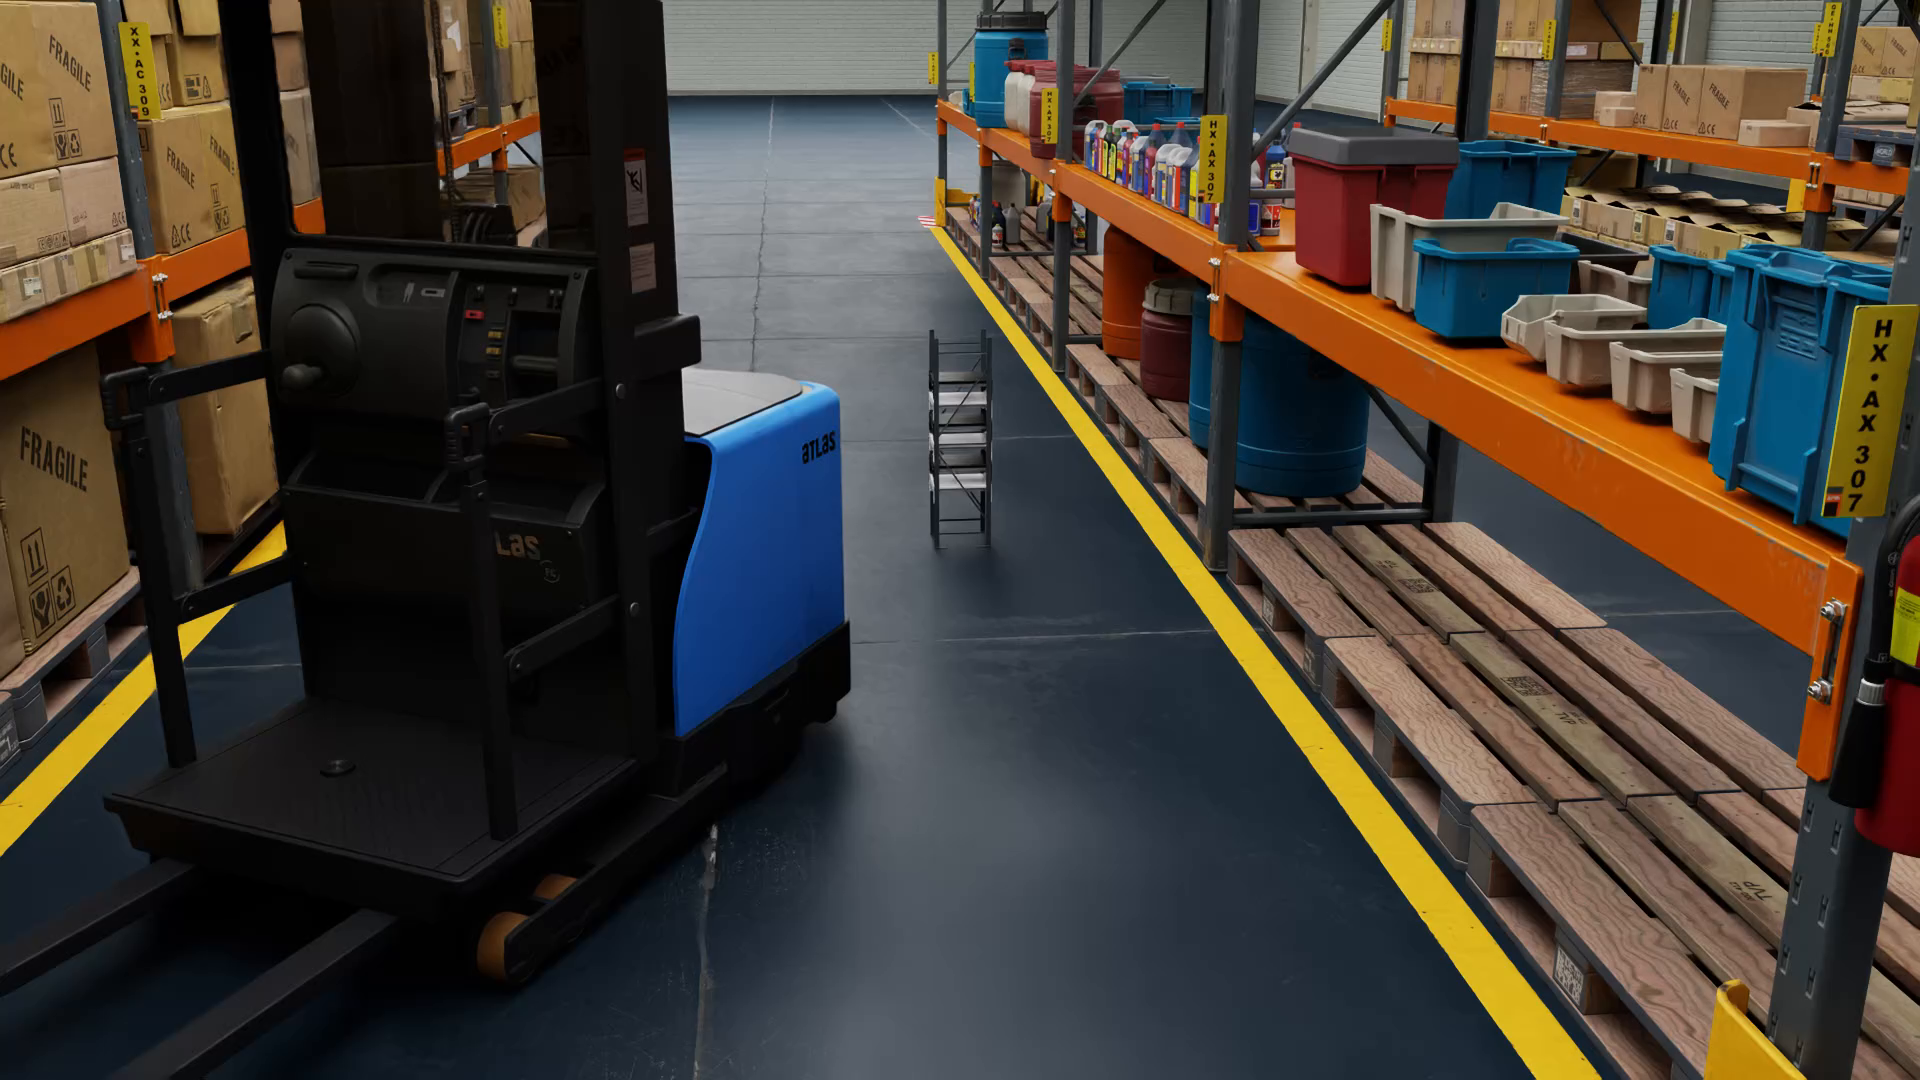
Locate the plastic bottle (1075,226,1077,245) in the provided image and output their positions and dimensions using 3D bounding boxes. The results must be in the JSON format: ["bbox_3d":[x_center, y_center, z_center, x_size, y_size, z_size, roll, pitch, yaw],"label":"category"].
[{"bbox_3d":[1.071,-2.724,14.783,0.097,0.201,0.097,0,17,0],"label":"plastic bottle"}]

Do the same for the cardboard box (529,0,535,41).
[{"bbox_3d":[-4.252,-4.962,15.641,0.500,0.500,0.500,-2,18,-6],"label":"cardboard box"}]

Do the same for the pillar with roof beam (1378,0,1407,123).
[{"bbox_3d":[4.914,-13.118,33.939,9.100,9.000,0.400,-2,18,-6],"label":"pillar with roof beam"}]

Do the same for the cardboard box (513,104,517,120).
[{"bbox_3d":[-4.072,-3.734,14.481,0.380,0.149,0.250,-2,18,-6],"label":"cardboard box"}]

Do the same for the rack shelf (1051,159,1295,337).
[{"bbox_3d":[1.297,-1.580,8.402,1.077,0.370,4.000,-2,18,-6],"label":"rack shelf"}]

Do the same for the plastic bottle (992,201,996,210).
[{"bbox_3d":[0.306,-2.897,15.084,0.144,0.351,0.185,-3,18,-8],"label":"plastic bottle"}]

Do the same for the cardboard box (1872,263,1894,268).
[{"bbox_3d":[5.841,-1.388,10.028,0.500,0.500,0.500,-2,18,-8],"label":"cardboard box"}]

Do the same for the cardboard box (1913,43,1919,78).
[{"bbox_3d":[10.024,-4.897,16.734,0.500,0.500,0.500,-1,17,-4],"label":"cardboard box"}]

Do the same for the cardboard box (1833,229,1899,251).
[{"bbox_3d":[6.257,-1.992,11.467,0.500,0.311,0.500,-1,17,-4],"label":"cardboard box"}]

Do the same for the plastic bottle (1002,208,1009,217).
[{"bbox_3d":[0.450,-2.873,15.133,0.152,0.276,0.135,-2,18,-6],"label":"plastic bottle"}]

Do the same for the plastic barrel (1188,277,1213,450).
[{"bbox_3d":[1.391,-0.900,7.837,0.600,0.901,0.708,-2,18,-6],"label":"plastic barrel"}]

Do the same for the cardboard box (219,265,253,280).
[{"bbox_3d":[-3.602,-0.817,7.617,1.225,0.875,0.875,-2,18,-8],"label":"cardboard box"}]

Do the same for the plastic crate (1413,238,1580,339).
[{"bbox_3d":[1.449,-0.688,4.540,0.416,0.233,0.300,-2,18,-6],"label":"plastic crate"}]

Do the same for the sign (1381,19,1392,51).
[{"bbox_3d":[4.641,-5.489,18.077,0.100,0.325,0.005,-2,18,-6],"label":"sign"}]

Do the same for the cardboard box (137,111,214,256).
[{"bbox_3d":[-3.222,-1.366,6.355,0.500,0.500,0.500,-2,18,-5],"label":"cardboard box"}]

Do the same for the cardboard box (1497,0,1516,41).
[{"bbox_3d":[5.449,-4.961,15.638,0.700,0.500,0.500,-2,18,-6],"label":"cardboard box"}]

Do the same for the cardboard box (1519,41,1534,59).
[{"bbox_3d":[5.312,-4.446,15.080,0.380,0.149,0.250,-2,18,-7],"label":"cardboard box"}]

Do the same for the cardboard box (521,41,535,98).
[{"bbox_3d":[-4.412,-4.329,15.295,0.875,0.500,0.500,-2,18,-6],"label":"cardboard box"}]

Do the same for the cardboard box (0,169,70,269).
[{"bbox_3d":[-3.060,-0.967,5.002,0.500,0.250,0.500,-1,17,-4],"label":"cardboard box"}]

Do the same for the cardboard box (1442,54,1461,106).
[{"bbox_3d":[5.333,-4.658,16.839,0.700,0.500,0.500,-2,18,-5],"label":"cardboard box"}]

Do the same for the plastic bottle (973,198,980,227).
[{"bbox_3d":[0.178,-3.158,16.050,0.097,0.271,0.097,0,17,0],"label":"plastic bottle"}]

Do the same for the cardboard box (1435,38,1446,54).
[{"bbox_3d":[5.098,-5.059,17.035,0.380,0.149,0.250,-2,18,-6],"label":"cardboard box"}]

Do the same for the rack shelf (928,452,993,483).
[{"bbox_3d":[0.001,-0.309,7.072,0.258,0.077,0.200,-2,18,-6],"label":"rack shelf"}]

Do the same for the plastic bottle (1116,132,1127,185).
[{"bbox_3d":[0.884,-2.037,8.871,0.097,0.271,0.097,0,17,0],"label":"plastic bottle"}]

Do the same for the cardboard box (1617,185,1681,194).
[{"bbox_3d":[5.933,-2.907,14.380,0.500,0.311,0.500,-2,18,-6],"label":"cardboard box"}]

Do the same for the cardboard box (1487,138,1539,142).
[{"bbox_3d":[5.662,-3.852,17.077,0.500,0.500,0.500,-2,18,-6],"label":"cardboard box"}]

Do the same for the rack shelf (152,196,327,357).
[{"bbox_3d":[-3.629,-1.427,7.914,1.077,0.370,4.000,-2,18,-6],"label":"rack shelf"}]

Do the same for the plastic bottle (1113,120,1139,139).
[{"bbox_3d":[0.966,-2.325,9.783,0.152,0.276,0.135,-2,18,-6],"label":"plastic bottle"}]

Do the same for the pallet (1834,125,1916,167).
[{"bbox_3d":[6.158,-2.379,10.068,1.213,0.211,1.003,-2,18,-6],"label":"pallet"}]

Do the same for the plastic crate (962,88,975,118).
[{"bbox_3d":[0.294,-3.961,15.034,0.499,0.251,0.616,-2,18,-6],"label":"plastic crate"}]

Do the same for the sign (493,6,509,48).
[{"bbox_3d":[-3.696,-4.128,13.385,0.100,0.325,0.005,-2,18,-6],"label":"sign"}]

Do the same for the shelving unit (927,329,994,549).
[{"bbox_3d":[0.001,-0.427,7.035,0.258,0.900,0.210,-2,18,-6],"label":"shelving unit"}]

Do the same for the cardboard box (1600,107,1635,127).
[{"bbox_3d":[5.494,-3.472,13.648,0.380,0.149,0.250,-2,18,-6],"label":"cardboard box"}]

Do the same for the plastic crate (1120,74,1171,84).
[{"bbox_3d":[1.229,-3.040,11.746,0.402,0.464,0.583,-2,18,-6],"label":"plastic crate"}]

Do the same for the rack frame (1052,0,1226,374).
[{"bbox_3d":[1.091,-2.519,10.192,1.000,3.000,0.127,-2,18,-6],"label":"rack frame"}]

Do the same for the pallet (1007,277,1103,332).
[{"bbox_3d":[0.927,-1.783,12.504,1.003,0.211,1.213,-2,18,-6],"label":"pallet"}]

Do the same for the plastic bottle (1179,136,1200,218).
[{"bbox_3d":[1.064,-1.622,7.419,0.144,0.351,0.185,-2,18,-6],"label":"plastic bottle"}]

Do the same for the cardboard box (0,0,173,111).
[{"bbox_3d":[-3.497,-1.890,6.348,0.797,0.503,0.637,-2,18,-7],"label":"cardboard box"}]

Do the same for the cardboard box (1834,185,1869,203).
[{"bbox_3d":[10.102,-3.926,18.430,0.500,0.311,0.500,-4,18,-12],"label":"cardboard box"}]

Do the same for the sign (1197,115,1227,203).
[{"bbox_3d":[0.956,-1.443,6.302,0.100,0.325,0.005,-2,18,-6],"label":"sign"}]

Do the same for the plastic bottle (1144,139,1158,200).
[{"bbox_3d":[0.945,-1.814,8.144,0.061,0.283,0.133,-2,18,-6],"label":"plastic bottle"}]

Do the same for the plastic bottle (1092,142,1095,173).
[{"bbox_3d":[0.809,-2.221,9.574,0.097,0.201,0.097,0,17,0],"label":"plastic bottle"}]

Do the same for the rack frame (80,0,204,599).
[{"bbox_3d":[-3.423,-1.174,5.908,1.000,3.000,0.127,-2,18,-6],"label":"rack frame"}]

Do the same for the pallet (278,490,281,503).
[{"bbox_3d":[-3.706,-0.435,8.211,1.003,0.211,1.213,-2,18,-6],"label":"pallet"}]

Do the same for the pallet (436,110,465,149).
[{"bbox_3d":[-4.080,-2.863,11.608,1.003,0.211,1.213,-2,18,-6],"label":"pallet"}]

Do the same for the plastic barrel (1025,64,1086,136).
[{"bbox_3d":[0.679,-3.136,11.931,0.433,0.535,0.433,0,17,0],"label":"plastic barrel"}]

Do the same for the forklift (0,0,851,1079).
[{"bbox_3d":[-1.396,-0.507,3.899,1.130,2.935,3.031,7,19,22],"label":"forklift"}]

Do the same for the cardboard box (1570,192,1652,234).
[{"bbox_3d":[5.447,-2.738,13.844,0.500,0.311,0.500,-2,18,-6],"label":"cardboard box"}]

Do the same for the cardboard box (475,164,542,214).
[{"bbox_3d":[-4.613,-3.570,17.014,0.500,0.500,0.500,1,17,5],"label":"cardboard box"}]

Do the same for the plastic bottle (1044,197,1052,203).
[{"bbox_3d":[0.890,-3.203,16.184,0.152,0.276,0.135,-2,18,-5],"label":"plastic bottle"}]

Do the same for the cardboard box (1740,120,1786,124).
[{"bbox_3d":[5.831,-2.929,11.918,0.380,0.149,0.250,0,17,-2],"label":"cardboard box"}]

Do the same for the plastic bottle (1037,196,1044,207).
[{"bbox_3d":[0.784,-3.203,16.172,0.061,0.283,0.133,-2,18,-6],"label":"plastic bottle"}]

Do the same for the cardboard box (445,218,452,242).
[{"bbox_3d":[-4.117,-2.082,12.239,0.700,0.500,0.500,-3,18,-10],"label":"cardboard box"}]
